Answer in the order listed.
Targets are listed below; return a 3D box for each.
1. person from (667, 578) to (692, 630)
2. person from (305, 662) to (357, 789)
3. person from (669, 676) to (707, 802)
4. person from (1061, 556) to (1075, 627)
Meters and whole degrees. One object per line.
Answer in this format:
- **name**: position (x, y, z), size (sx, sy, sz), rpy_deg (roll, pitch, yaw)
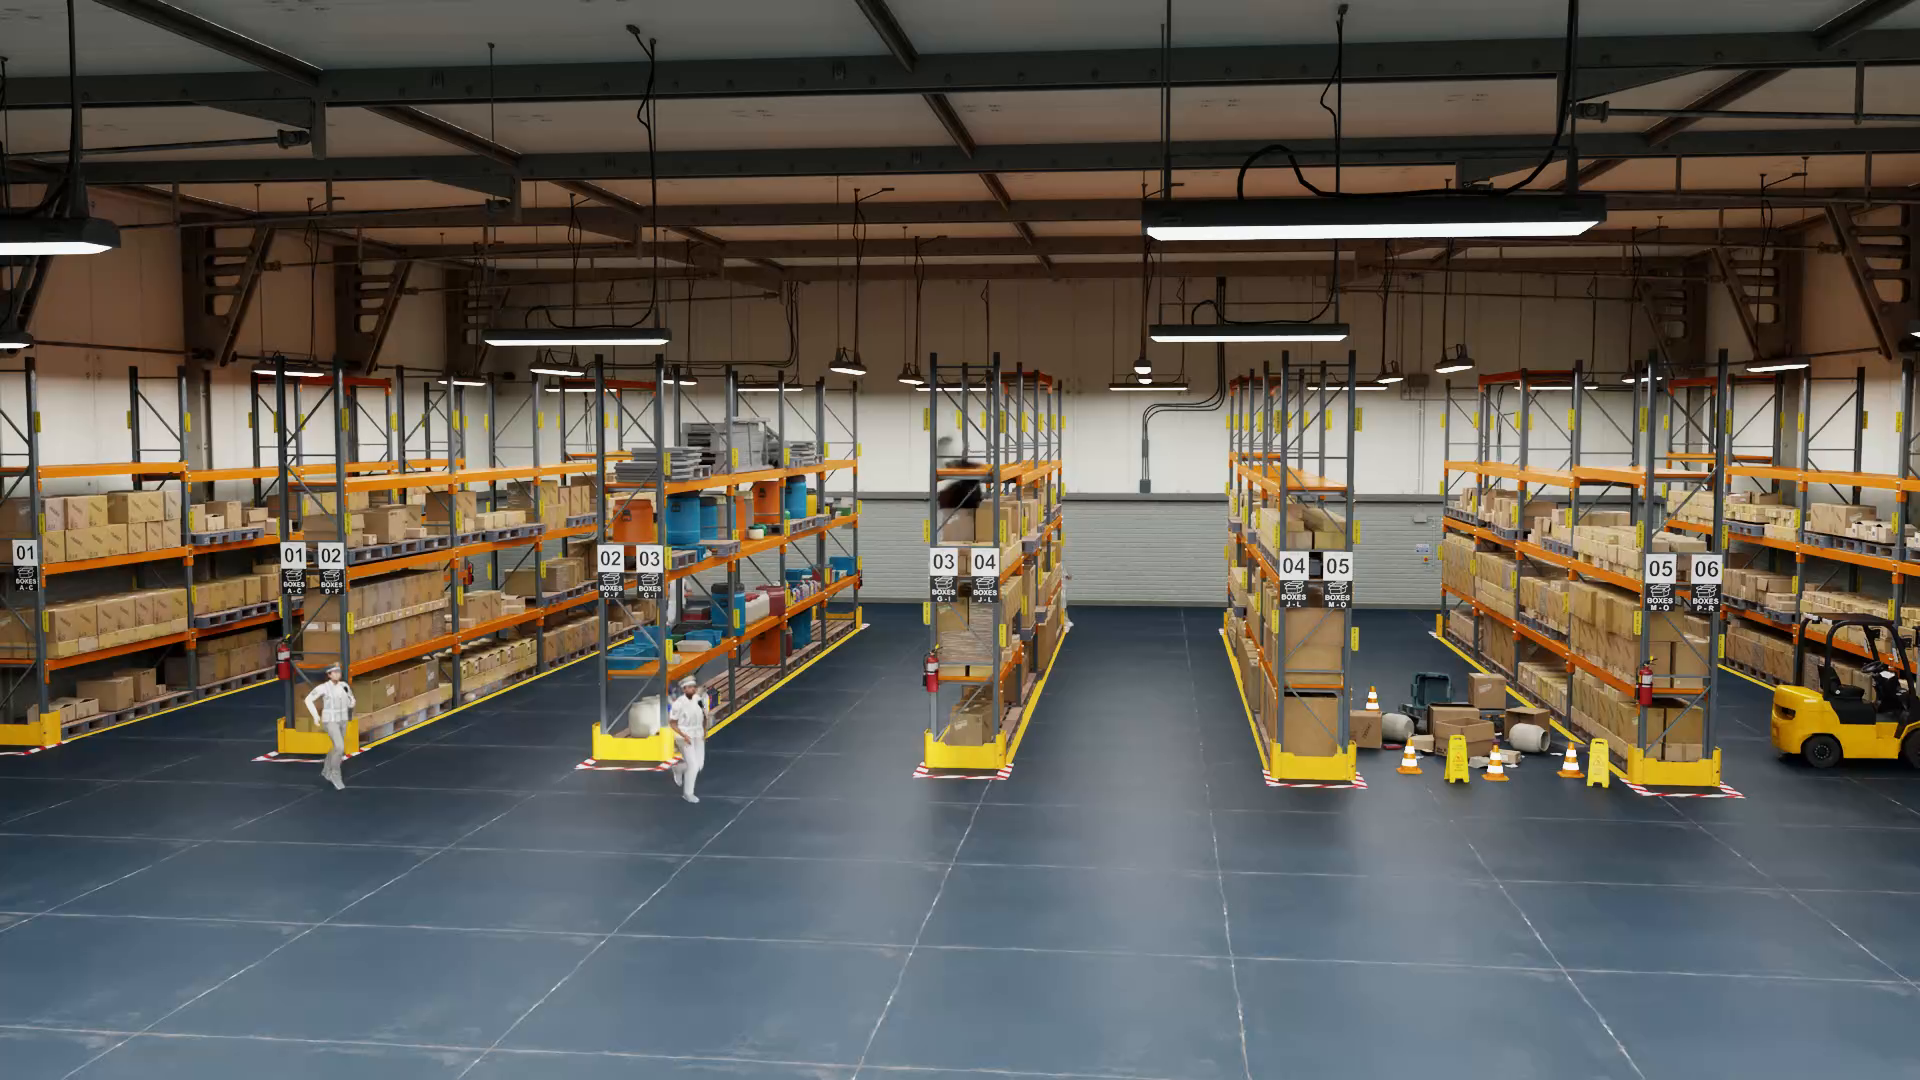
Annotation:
- **person**: position (-6.347, 1.494, 37.275), size (0.669, 1.821, 0.779), rpy_deg (0, 4, -2)
- **person**: position (-8.596, 2.544, 22.872), size (0.732, 1.749, 0.580), rpy_deg (2, 5, 30)
- **person**: position (-3.640, 2.622, 22.098), size (0.629, 1.687, 0.586), rpy_deg (4, 6, 44)
- **person**: position (2.367, 1.224, 40.931), size (0.967, 1.790, 0.717), rpy_deg (3, 5, 33)
